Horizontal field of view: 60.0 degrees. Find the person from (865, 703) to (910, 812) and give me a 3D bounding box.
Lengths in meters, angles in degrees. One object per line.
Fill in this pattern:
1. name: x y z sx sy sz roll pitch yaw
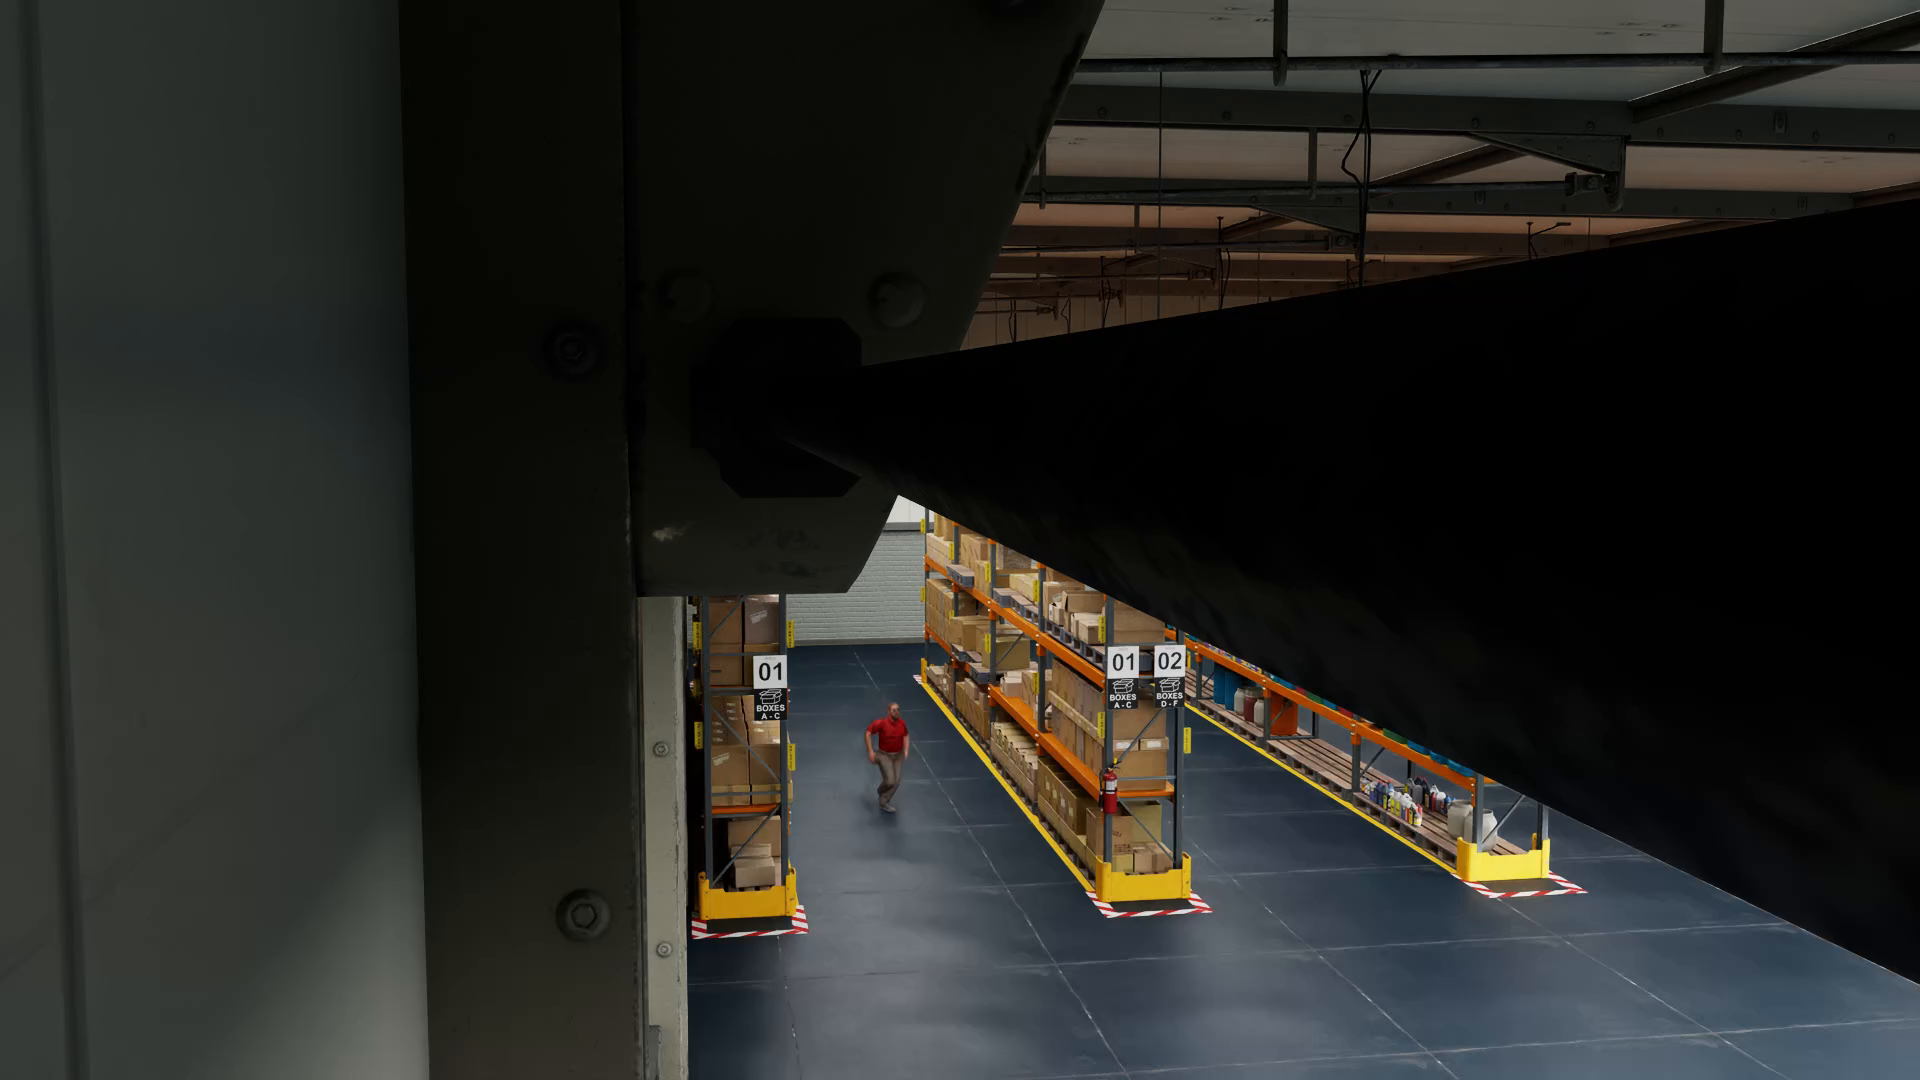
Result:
1. person: -1.080 3.290 25.133 0.734 1.683 0.553 -3 6 -32
